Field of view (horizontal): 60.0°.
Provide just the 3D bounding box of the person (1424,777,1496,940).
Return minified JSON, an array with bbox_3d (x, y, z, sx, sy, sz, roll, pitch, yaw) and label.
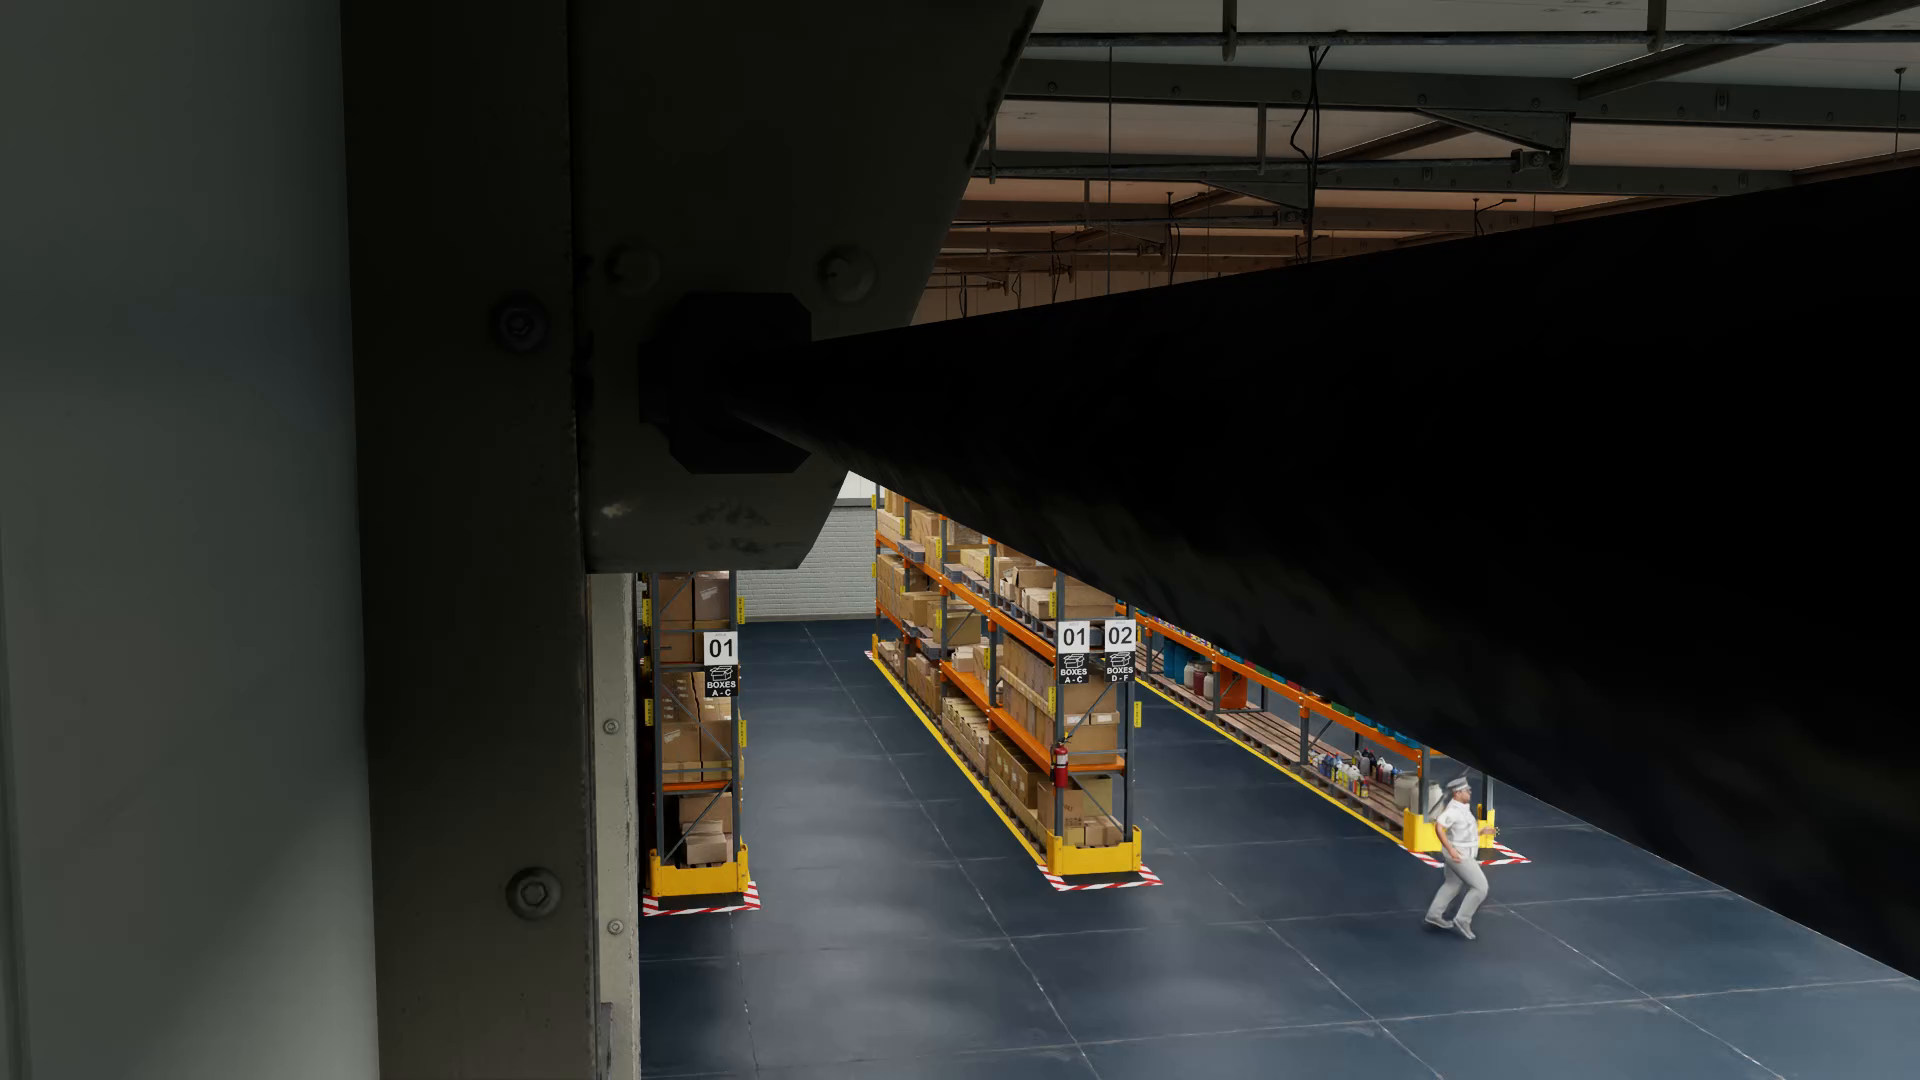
[{"bbox_3d":[5.609,3.552,18.613,0.744,1.828,0.635,1,6,13],"label":"person"}]
